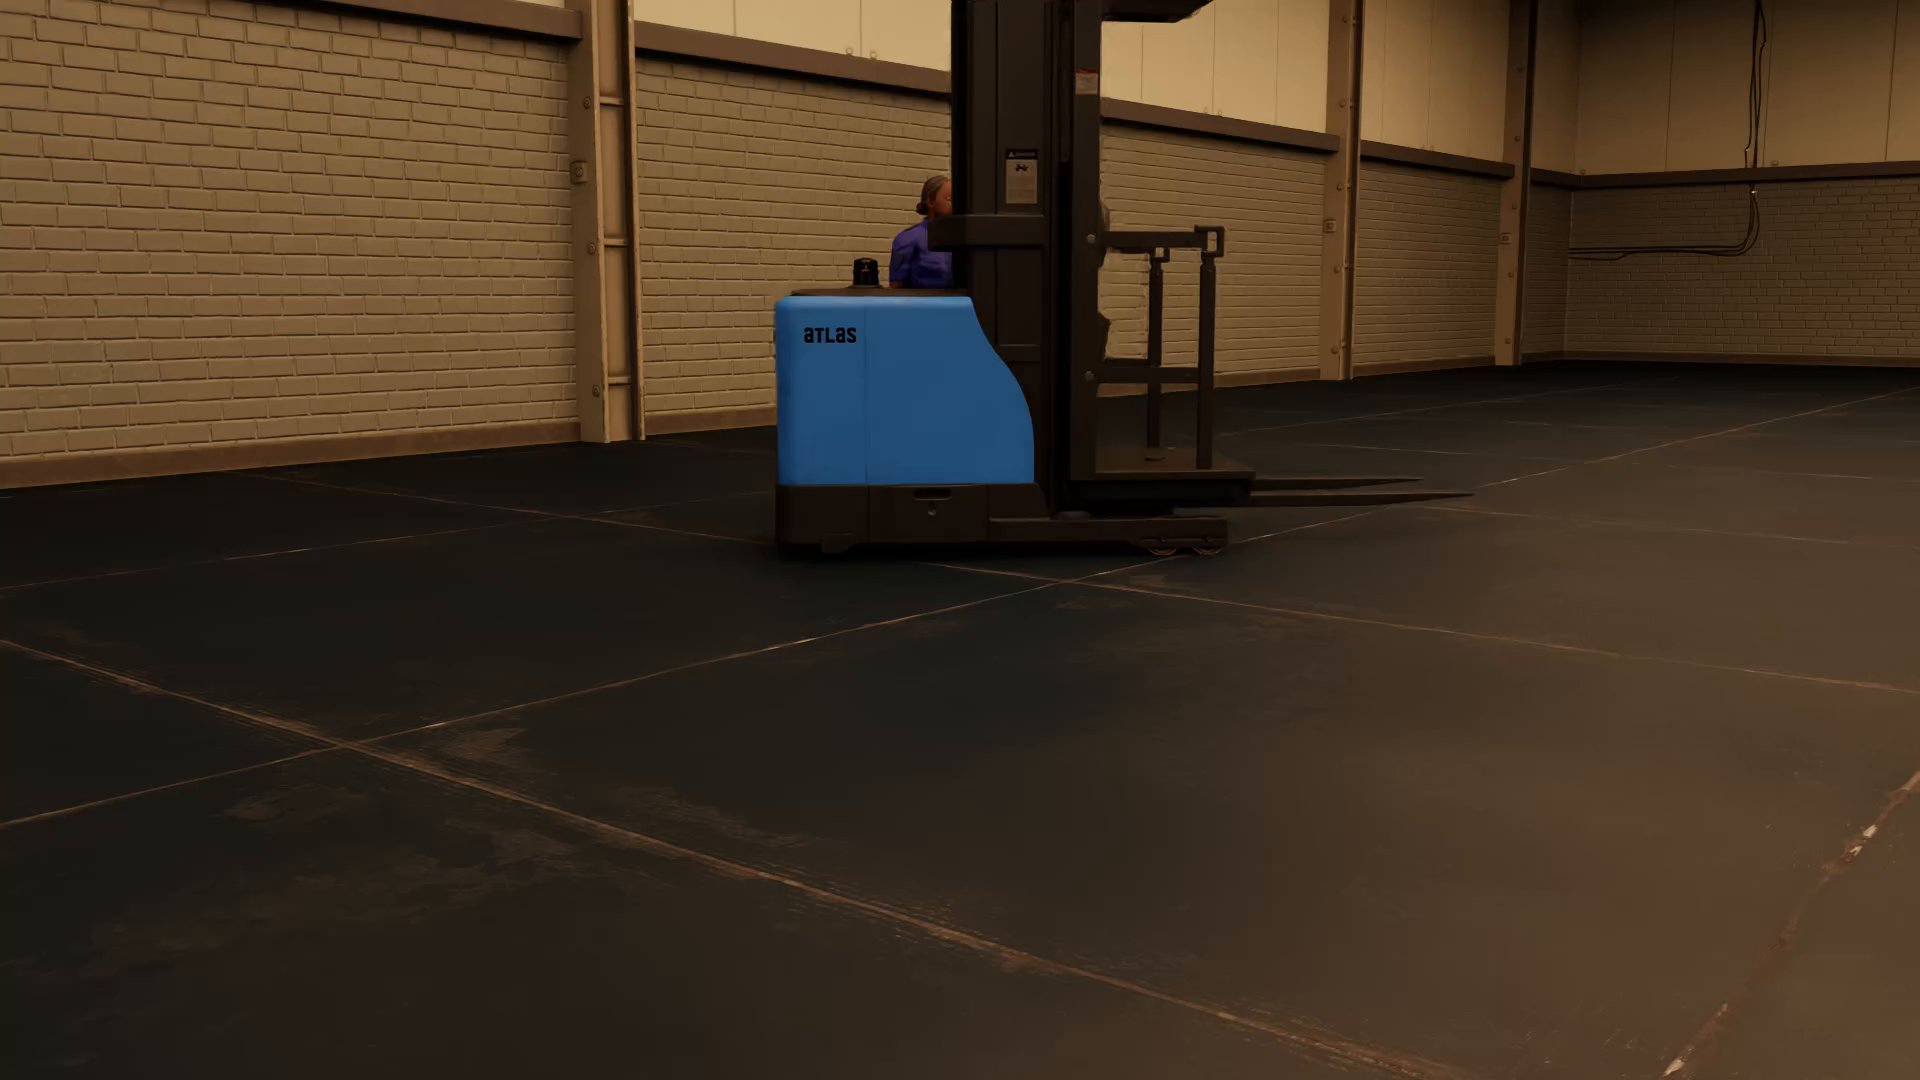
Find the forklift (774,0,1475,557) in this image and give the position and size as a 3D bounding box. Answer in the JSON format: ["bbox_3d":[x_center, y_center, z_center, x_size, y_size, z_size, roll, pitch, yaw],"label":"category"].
[{"bbox_3d":[0.706,-1.457,7.240,3.031,2.935,1.130,-1,8,-6],"label":"forklift"}]

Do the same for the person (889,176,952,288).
[{"bbox_3d":[-0.065,-0.947,8.161,0.561,1.659,0.448,-7,11,-39],"label":"person"}]
